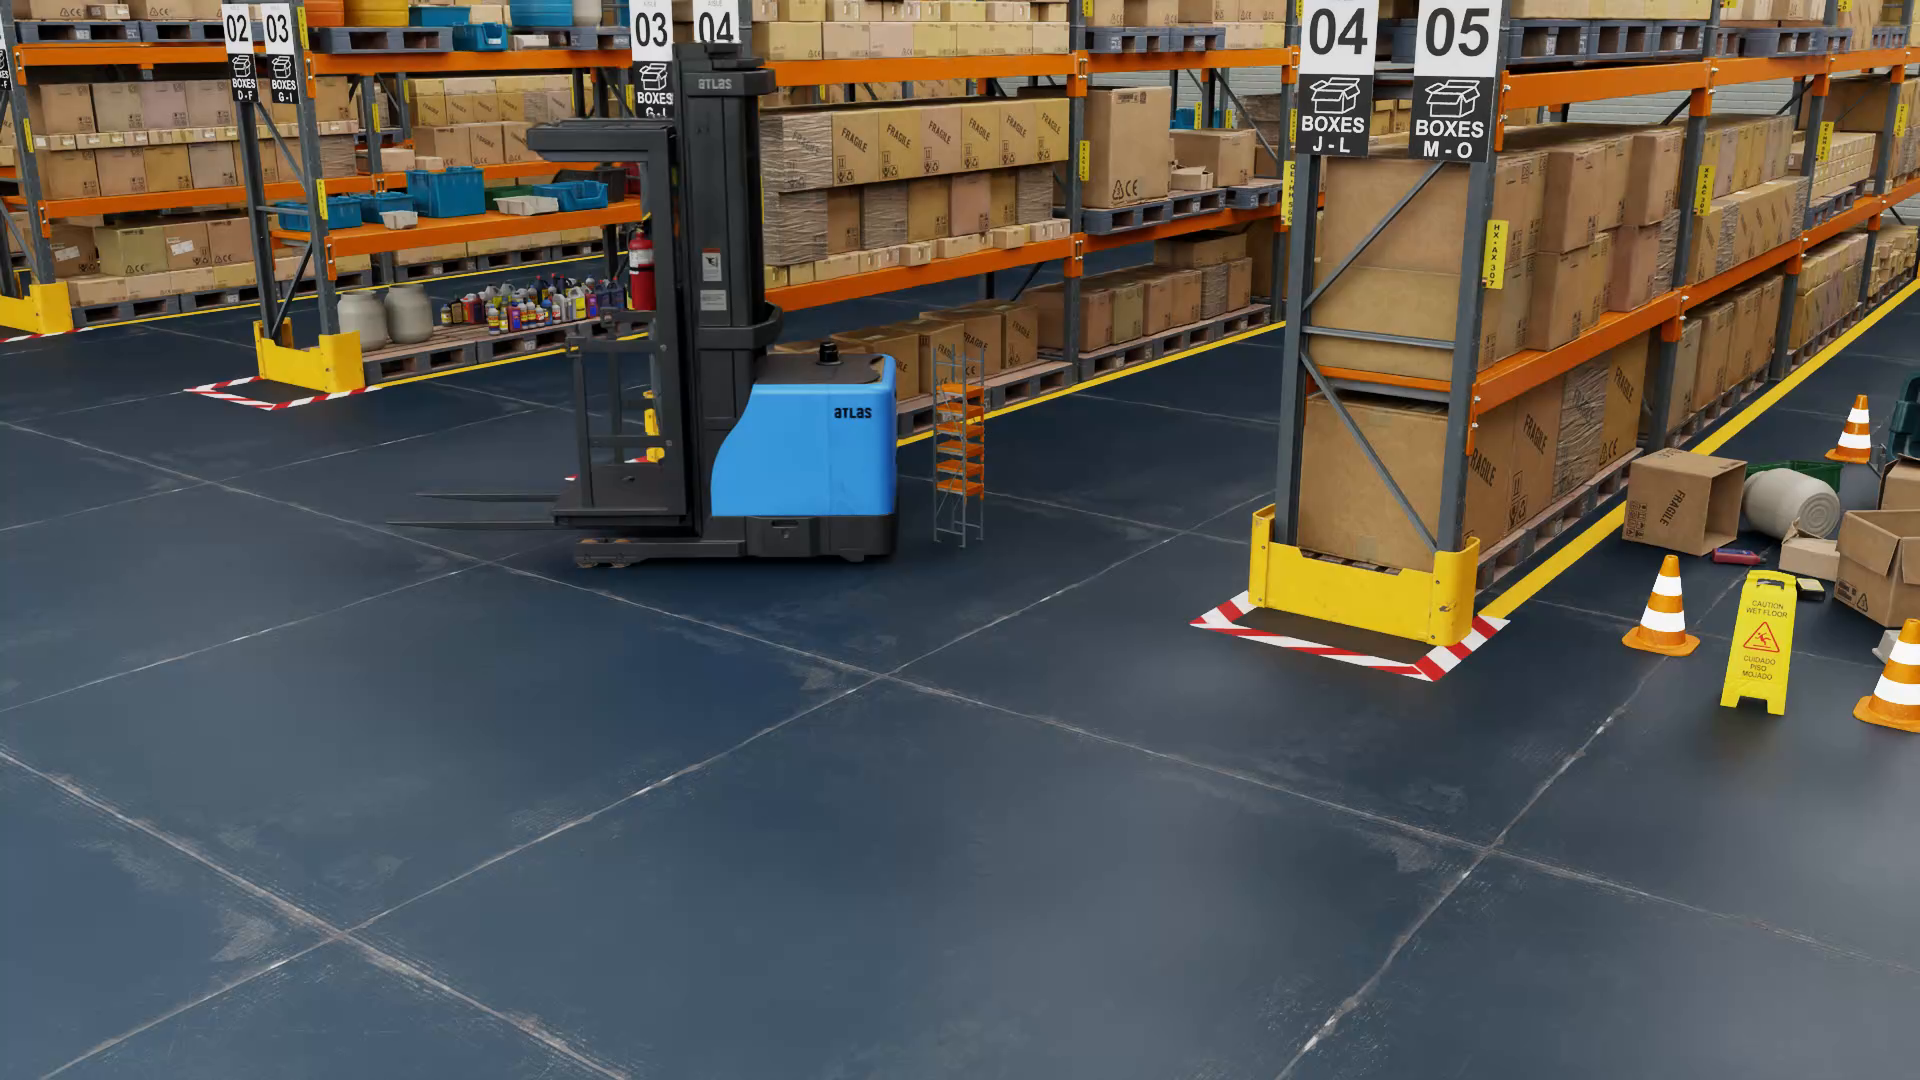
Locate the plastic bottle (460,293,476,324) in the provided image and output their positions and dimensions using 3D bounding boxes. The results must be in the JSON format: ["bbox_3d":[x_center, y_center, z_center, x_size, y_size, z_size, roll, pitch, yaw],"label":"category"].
[{"bbox_3d":[-4.841,-2.285,16.395,0.152,0.276,0.135,13,21,35],"label":"plastic bottle"}]

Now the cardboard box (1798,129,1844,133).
[{"bbox_3d":[9.356,-4.243,18.179,0.500,0.500,0.500,12,21,35],"label":"cardboard box"}]

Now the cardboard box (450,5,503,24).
[{"bbox_3d":[-6.160,-6.641,21.057,0.500,0.250,0.500,10,20,30],"label":"cardboard box"}]

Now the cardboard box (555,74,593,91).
[{"bbox_3d":[-6.635,-7.816,28.385,0.500,0.250,0.500,13,22,36],"label":"cardboard box"}]

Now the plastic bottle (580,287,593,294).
[{"bbox_3d":[-3.773,-2.438,16.887,0.152,0.276,0.135,12,21,35],"label":"plastic bottle"}]

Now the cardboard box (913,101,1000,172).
[{"bbox_3d":[-0.037,-3.156,12.994,0.500,0.500,0.500,12,21,35],"label":"cardboard box"}]

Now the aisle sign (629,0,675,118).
[{"bbox_3d":[-2.056,-3.210,11.140,0.394,0.787,0.004,12,21,35],"label":"aisle sign"}]

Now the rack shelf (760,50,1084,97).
[{"bbox_3d":[-0.586,-3.496,12.598,1.077,0.370,4.000,12,21,35],"label":"rack shelf"}]

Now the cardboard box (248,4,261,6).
[{"bbox_3d":[-8.182,-6.090,18.945,0.500,0.311,0.500,11,20,32],"label":"cardboard box"}]

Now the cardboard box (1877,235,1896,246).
[{"bbox_3d":[10.752,-3.492,19.526,0.380,0.149,0.250,12,21,33],"label":"cardboard box"}]

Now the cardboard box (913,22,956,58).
[{"bbox_3d":[-0.377,-3.727,12.381,0.500,0.250,0.500,13,22,36],"label":"cardboard box"}]

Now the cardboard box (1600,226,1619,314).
[{"bbox_3d":[3.592,-1.721,10.477,0.875,0.550,0.550,12,21,35],"label":"cardboard box"}]

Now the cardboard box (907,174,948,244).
[{"bbox_3d":[-0.587,-2.615,12.937,0.875,0.500,0.500,12,21,35],"label":"cardboard box"}]

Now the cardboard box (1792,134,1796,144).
[{"bbox_3d":[8.375,-4.112,17.140,0.380,0.149,0.250,13,21,35],"label":"cardboard box"}]

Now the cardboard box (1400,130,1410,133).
[{"bbox_3d":[5.313,-4.677,20.077,0.500,0.500,0.500,12,21,35],"label":"cardboard box"}]

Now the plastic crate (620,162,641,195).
[{"bbox_3d":[-3.330,-3.958,17.825,0.402,0.464,0.583,12,21,35],"label":"plastic crate"}]

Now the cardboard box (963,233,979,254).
[{"bbox_3d":[-0.071,-2.371,13.245,0.380,0.149,0.250,12,21,35],"label":"cardboard box"}]

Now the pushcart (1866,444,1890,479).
[{"bbox_3d":[6.703,-0.271,10.479,1.648,0.377,0.936,5,18,16],"label":"pushcart"}]

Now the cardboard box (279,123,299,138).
[{"bbox_3d":[-7.797,-4.705,19.076,0.380,0.149,0.250,12,21,35],"label":"cardboard box"}]

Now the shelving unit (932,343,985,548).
[{"bbox_3d":[-0.009,-0.570,10.055,0.258,1.200,0.189,12,21,35],"label":"shelving unit"}]

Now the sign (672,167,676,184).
[{"bbox_3d":[-2.937,-3.791,16.926,0.100,0.325,0.005,12,21,35],"label":"sign"}]

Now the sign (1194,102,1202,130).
[{"bbox_3d":[2.541,-4.486,17.680,0.100,0.325,0.005,12,21,35],"label":"sign"}]

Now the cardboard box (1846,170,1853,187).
[{"bbox_3d":[8.602,-3.591,16.466,0.380,0.149,0.250,11,21,32],"label":"cardboard box"}]

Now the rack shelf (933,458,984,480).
[{"bbox_3d":[-0.009,-0.413,10.103,0.258,0.103,0.180,12,21,35],"label":"rack shelf"}]

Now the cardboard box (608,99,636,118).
[{"bbox_3d":[-4.680,-6.006,23.648,0.700,0.500,0.500,5,18,16],"label":"cardboard box"}]

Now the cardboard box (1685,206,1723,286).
[{"bbox_3d":[5.058,-2.108,11.806,0.500,0.500,0.500,13,21,35],"label":"cardboard box"}]

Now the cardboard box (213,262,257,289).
[{"bbox_3d":[-8.338,-3.015,18.822,0.500,0.250,0.500,12,21,35],"label":"cardboard box"}]

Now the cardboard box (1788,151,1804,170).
[{"bbox_3d":[7.345,-3.377,14.773,0.380,0.149,0.250,12,21,35],"label":"cardboard box"}]

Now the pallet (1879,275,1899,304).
[{"bbox_3d":[10.393,-3.014,19.595,1.003,0.211,1.213,12,21,35],"label":"pallet"}]

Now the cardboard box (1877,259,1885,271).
[{"bbox_3d":[10.309,-3.165,18.974,0.380,0.149,0.250,14,22,37],"label":"cardboard box"}]

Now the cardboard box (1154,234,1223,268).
[{"bbox_3d":[2.306,-2.917,16.789,0.500,0.250,0.500,16,23,41],"label":"cardboard box"}]

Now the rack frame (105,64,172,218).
[{"bbox_3d":[-11.329,-5.509,22.926,1.000,3.000,0.127,12,21,35],"label":"rack frame"}]

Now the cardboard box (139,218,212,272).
[{"bbox_3d":[-8.649,-3.257,18.337,0.500,0.500,0.500,12,21,35],"label":"cardboard box"}]

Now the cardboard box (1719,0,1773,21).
[{"bbox_3d":[5.814,-4.008,12.383,0.396,0.266,0.258,12,21,35],"label":"cardboard box"}]

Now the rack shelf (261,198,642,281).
[{"bbox_3d":[-4.564,-2.939,15.862,1.077,0.370,4.000,12,21,35],"label":"rack shelf"}]

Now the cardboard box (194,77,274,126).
[{"bbox_3d":[-8.207,-4.955,18.787,0.700,0.500,0.500,12,21,35],"label":"cardboard box"}]

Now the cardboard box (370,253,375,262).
[{"bbox_3d":[-7.334,-3.672,20.939,0.500,0.250,0.500,12,21,34],"label":"cardboard box"}]

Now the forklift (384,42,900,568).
[{"bbox_3d":[-1.897,-1.394,9.791,3.031,2.935,1.130,0,17,-1],"label":"forklift"}]

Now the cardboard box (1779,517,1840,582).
[{"bbox_3d":[4.983,0.058,9.610,0.258,0.266,0.396,-16,23,-41],"label":"cardboard box"}]

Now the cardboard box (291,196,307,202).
[{"bbox_3d":[-10.006,-5.072,24.992,0.700,0.500,0.500,12,21,34],"label":"cardboard box"}]

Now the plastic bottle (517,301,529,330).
[{"bbox_3d":[-4.221,-2.171,16.036,0.097,0.271,0.097,0,17,0],"label":"plastic bottle"}]

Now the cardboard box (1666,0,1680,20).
[{"bbox_3d":[4.113,-3.218,10.036,0.380,0.149,0.250,13,21,35],"label":"cardboard box"}]

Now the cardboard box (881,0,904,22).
[{"bbox_3d":[-0.626,-3.810,11.979,0.380,0.149,0.250,11,21,32],"label":"cardboard box"}]

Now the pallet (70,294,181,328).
[{"bbox_3d":[-9.310,-2.540,18.066,1.003,0.211,1.213,12,21,35],"label":"pallet"}]

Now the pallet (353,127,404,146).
[{"bbox_3d":[-9.285,-6.182,25.415,1.213,0.211,1.003,12,21,35],"label":"pallet"}]

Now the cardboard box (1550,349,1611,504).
[{"bbox_3d":[3.564,-0.816,10.687,0.875,0.875,0.875,13,21,35],"label":"cardboard box"}]

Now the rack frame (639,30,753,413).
[{"bbox_3d":[-1.778,-1.930,11.402,1.000,3.000,0.127,12,21,35],"label":"rack frame"}]

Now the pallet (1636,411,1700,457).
[{"bbox_3d":[4.928,-0.848,12.619,1.003,0.211,1.213,12,21,35],"label":"pallet"}]

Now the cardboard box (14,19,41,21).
[{"bbox_3d":[-12.043,-6.578,21.108,0.500,0.500,0.500,11,21,33],"label":"cardboard box"}]

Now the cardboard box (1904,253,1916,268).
[{"bbox_3d":[11.460,-3.439,20.357,0.380,0.149,0.250,13,22,36],"label":"cardboard box"}]

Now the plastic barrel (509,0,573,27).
[{"bbox_3d":[-4.051,-5.413,16.005,0.600,0.901,0.708,12,21,35],"label":"plastic barrel"}]

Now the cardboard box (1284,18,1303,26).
[{"bbox_3d":[3.294,-5.676,17.525,0.797,0.503,0.637,14,22,38],"label":"cardboard box"}]

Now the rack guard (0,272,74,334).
[{"bbox_3d":[-9.746,-2.482,17.395,1.175,0.500,0.348,12,21,35],"label":"rack guard"}]
